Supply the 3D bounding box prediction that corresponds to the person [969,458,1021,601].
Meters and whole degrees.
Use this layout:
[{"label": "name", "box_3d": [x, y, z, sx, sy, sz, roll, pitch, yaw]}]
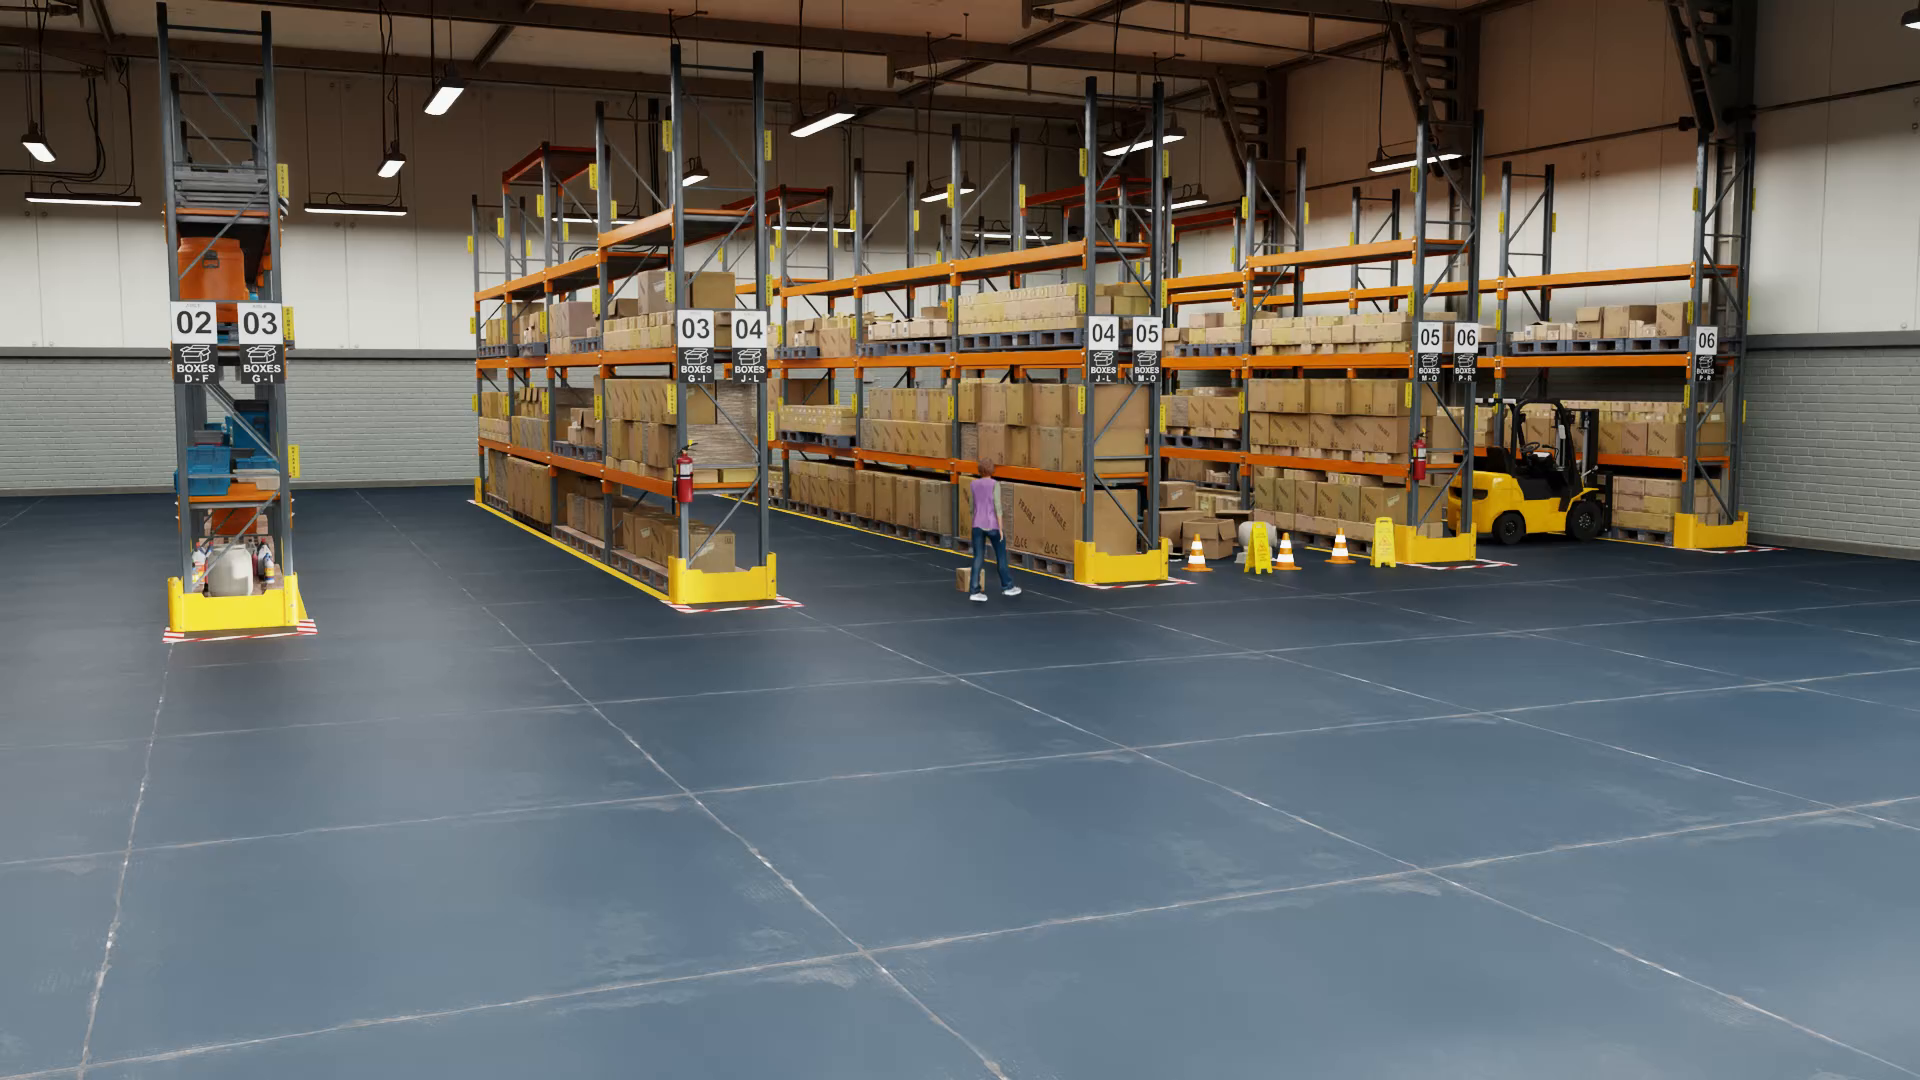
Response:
[{"label": "person", "box_3d": [0.331, -0.129, 18.438, 0.467, 1.567, 0.826, 2, 6, 23]}]
